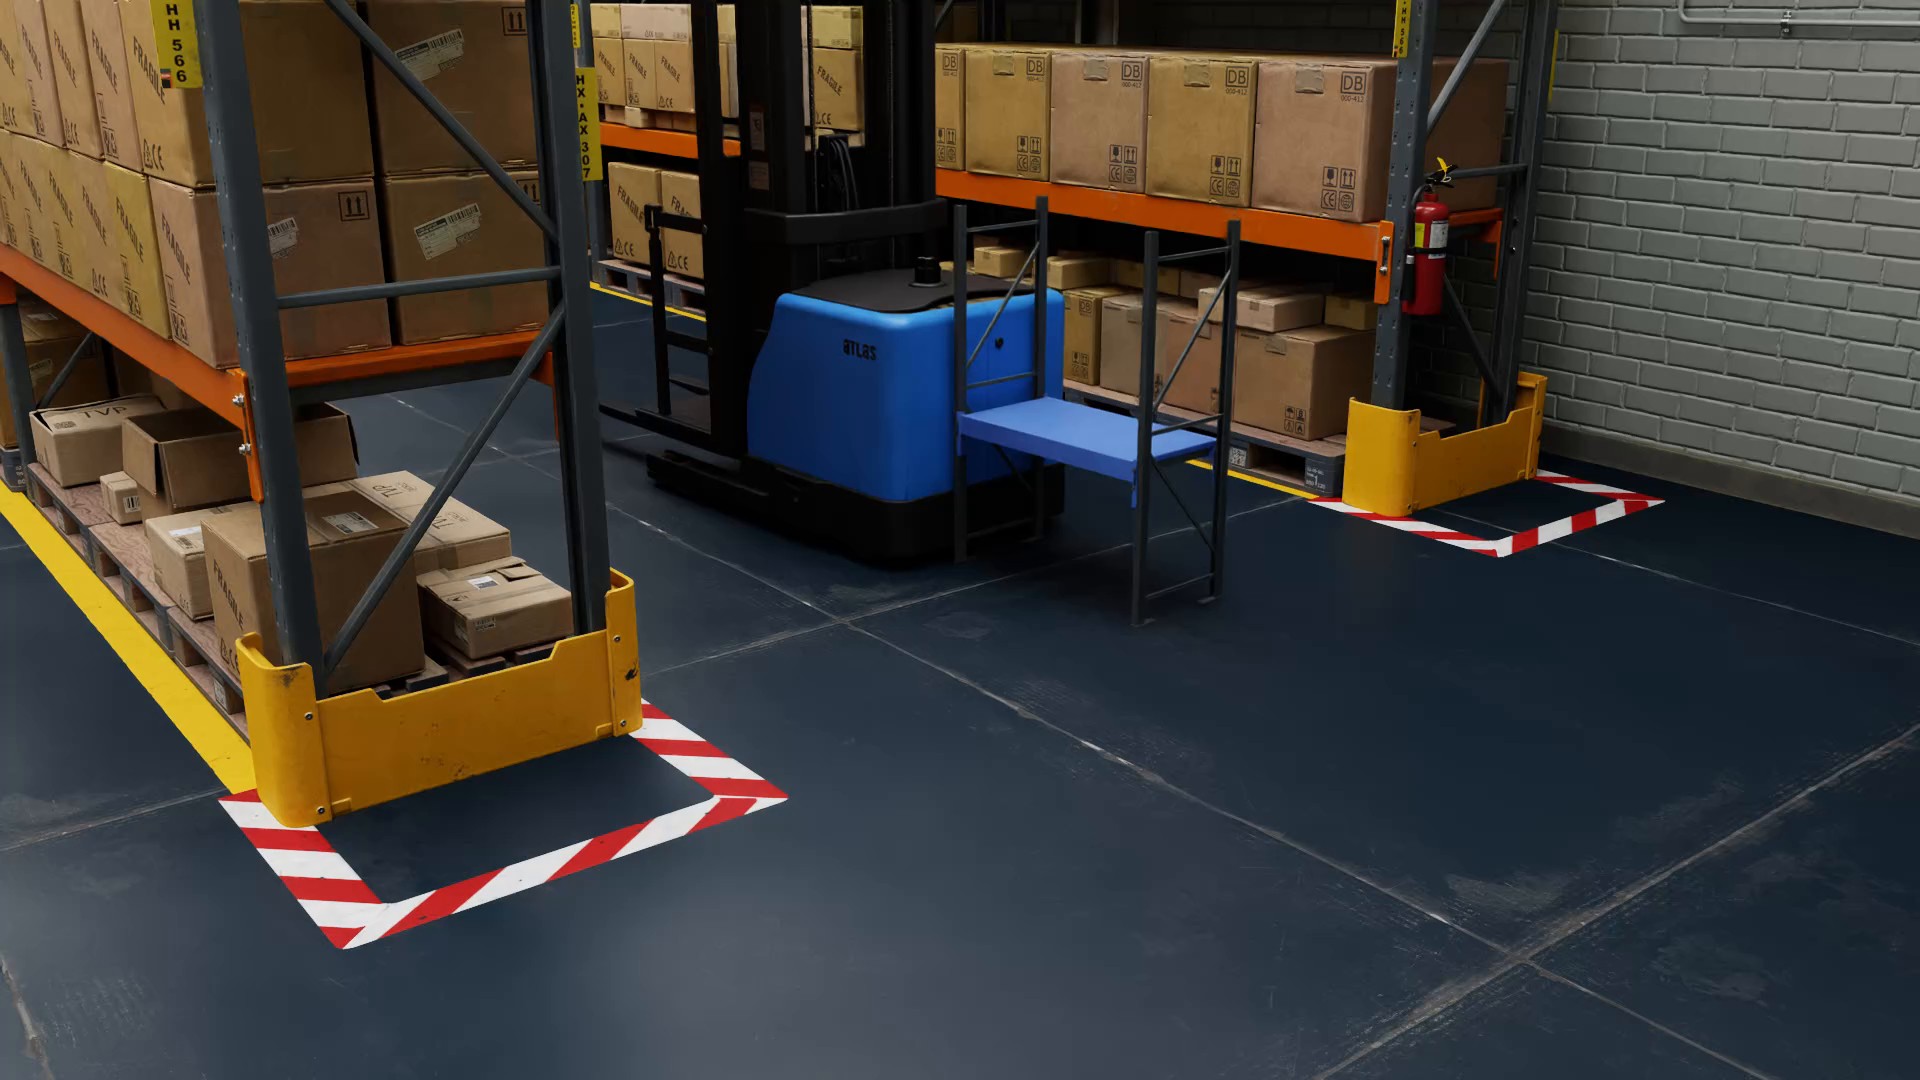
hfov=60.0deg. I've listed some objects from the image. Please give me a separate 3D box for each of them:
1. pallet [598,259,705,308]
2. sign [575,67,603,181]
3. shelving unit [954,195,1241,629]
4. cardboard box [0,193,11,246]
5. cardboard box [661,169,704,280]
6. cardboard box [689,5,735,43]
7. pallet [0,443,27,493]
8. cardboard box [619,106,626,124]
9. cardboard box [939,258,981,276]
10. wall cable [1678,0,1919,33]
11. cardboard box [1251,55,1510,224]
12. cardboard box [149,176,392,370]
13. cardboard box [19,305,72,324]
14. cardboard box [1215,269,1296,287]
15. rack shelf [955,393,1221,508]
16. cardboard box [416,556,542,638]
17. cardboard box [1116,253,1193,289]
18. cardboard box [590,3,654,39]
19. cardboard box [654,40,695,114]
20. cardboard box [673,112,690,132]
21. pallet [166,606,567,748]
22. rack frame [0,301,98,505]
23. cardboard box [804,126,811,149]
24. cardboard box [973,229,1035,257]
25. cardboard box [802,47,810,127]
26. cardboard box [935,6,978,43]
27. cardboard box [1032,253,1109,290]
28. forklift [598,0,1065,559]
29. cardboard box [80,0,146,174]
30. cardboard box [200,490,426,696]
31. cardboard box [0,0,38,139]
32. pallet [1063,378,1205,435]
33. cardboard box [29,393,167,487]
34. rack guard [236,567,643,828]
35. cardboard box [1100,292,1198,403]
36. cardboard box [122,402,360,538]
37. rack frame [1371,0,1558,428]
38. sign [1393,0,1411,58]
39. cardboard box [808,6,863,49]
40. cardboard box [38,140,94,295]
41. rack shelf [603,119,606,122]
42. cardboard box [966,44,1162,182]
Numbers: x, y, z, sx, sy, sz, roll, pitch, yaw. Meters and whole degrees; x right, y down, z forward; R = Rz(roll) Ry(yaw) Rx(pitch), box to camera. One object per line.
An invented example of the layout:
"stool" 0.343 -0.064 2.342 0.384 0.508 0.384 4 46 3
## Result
"pallet" -2.198 -2.122 13.434 1.003 0.211 1.213 -14 23 -36
"sign" -1.117 -1.232 4.935 0.100 0.325 0.005 -14 23 -36
"shelving unit" 0.510 -0.548 6.632 0.538 1.500 1.048 -16 24 -39
"cardboard box" -3.923 -1.570 7.172 0.500 0.500 0.500 -13 22 -35
"cardboard box" -1.736 -2.409 12.619 0.750 0.750 0.750 -14 23 -36
"cardboard box" -1.579 -3.667 11.808 0.500 0.250 0.500 -15 23 -37
"pallet" -4.560 -0.570 8.749 1.003 0.211 1.213 -14 23 -36
"cardboard box" -2.456 -3.355 13.089 0.380 0.149 0.250 -14 23 -35
"cardboard box" 0.239 -1.477 10.360 0.700 0.500 0.500 -14 23 -35
"wall cable" 3.875 -2.035 7.119 0.084 1.984 1.851 -14 23 -36
"cardboard box" 2.014 -1.949 8.000 0.980 0.700 0.700 -13 22 -34
"cardboard box" -2.034 -0.820 4.908 0.500 0.500 0.500 -13 22 -34
"cardboard box" -4.857 -0.912 8.623 0.500 0.500 0.500 -14 23 -36
"cardboard box" 1.590 -1.351 8.948 0.380 0.149 0.250 -14 23 -36
"rack shelf" 0.510 -0.377 6.688 0.538 0.185 1.000 -16 24 -39
"cardboard box" -1.688 0.189 5.828 0.380 0.166 0.250 -14 23 -36
"cardboard box" 1.115 -1.540 9.517 0.380 0.149 0.250 -14 23 -37
"cardboard box" -2.531 -4.039 12.932 0.500 0.250 0.500 -13 23 -35
"cardboard box" -1.902 -3.430 12.284 0.500 0.500 0.500 -14 23 -36
"cardboard box" -1.936 -3.172 12.539 0.380 0.149 0.250 -13 23 -35
"pallet" -2.085 0.394 5.839 1.003 0.211 1.213 -14 23 -36
"rack frame" -4.026 -1.701 7.728 1.000 3.000 0.127 -14 23 -36
"cardboard box" -0.877 -2.717 11.164 0.380 0.149 0.250 -13 22 -34
"cardboard box" 0.305 -1.860 10.483 0.380 0.149 0.250 -14 23 -36
"cardboard box" -0.953 -3.055 11.153 0.500 0.500 0.500 -14 23 -36
"cardboard box" -0.226 -3.387 10.963 0.500 0.250 0.500 -13 22 -34
"cardboard box" 0.633 -1.537 9.508 0.380 0.149 0.250 -15 23 -38
"forklift" -0.885 -1.701 7.838 1.130 2.935 3.031 -16 24 -39
"cardboard box" -2.348 -1.418 5.123 0.500 0.500 0.500 -13 22 -35
"cardboard box" -2.073 0.176 5.334 0.500 0.500 0.500 -14 23 -36
"cardboard box" -3.314 -1.798 6.272 0.500 0.500 0.500 -15 23 -38
"pallet" 1.028 -0.842 9.568 1.003 0.211 1.213 -14 23 -36
"cardboard box" -3.935 -0.488 7.641 0.500 0.311 0.500 -14 23 -36
"rack guard" -1.589 0.453 5.201 1.175 0.500 0.348 -14 23 -36
"cardboard box" 1.202 -1.096 9.209 0.700 0.500 0.500 -15 23 -38
"cardboard box" -2.855 -0.263 6.656 0.797 0.503 0.637 -14 23 -36
"rack frame" 2.339 -1.683 7.674 1.000 3.000 0.127 -14 23 -36
"sign" 1.905 -2.243 7.145 0.100 0.325 0.005 -14 23 -36
"cardboard box" -0.635 -3.288 10.664 0.500 0.250 0.500 -13 23 -35
"cardboard box" -2.977 -1.195 6.042 0.500 0.500 0.500 -14 23 -37
"rack shelf" -3.870 -3.806 15.228 1.077 0.370 4.000 -14 23 -36
"cardboard box" 0.628 -2.493 9.643 0.980 0.700 0.700 -15 23 -37
